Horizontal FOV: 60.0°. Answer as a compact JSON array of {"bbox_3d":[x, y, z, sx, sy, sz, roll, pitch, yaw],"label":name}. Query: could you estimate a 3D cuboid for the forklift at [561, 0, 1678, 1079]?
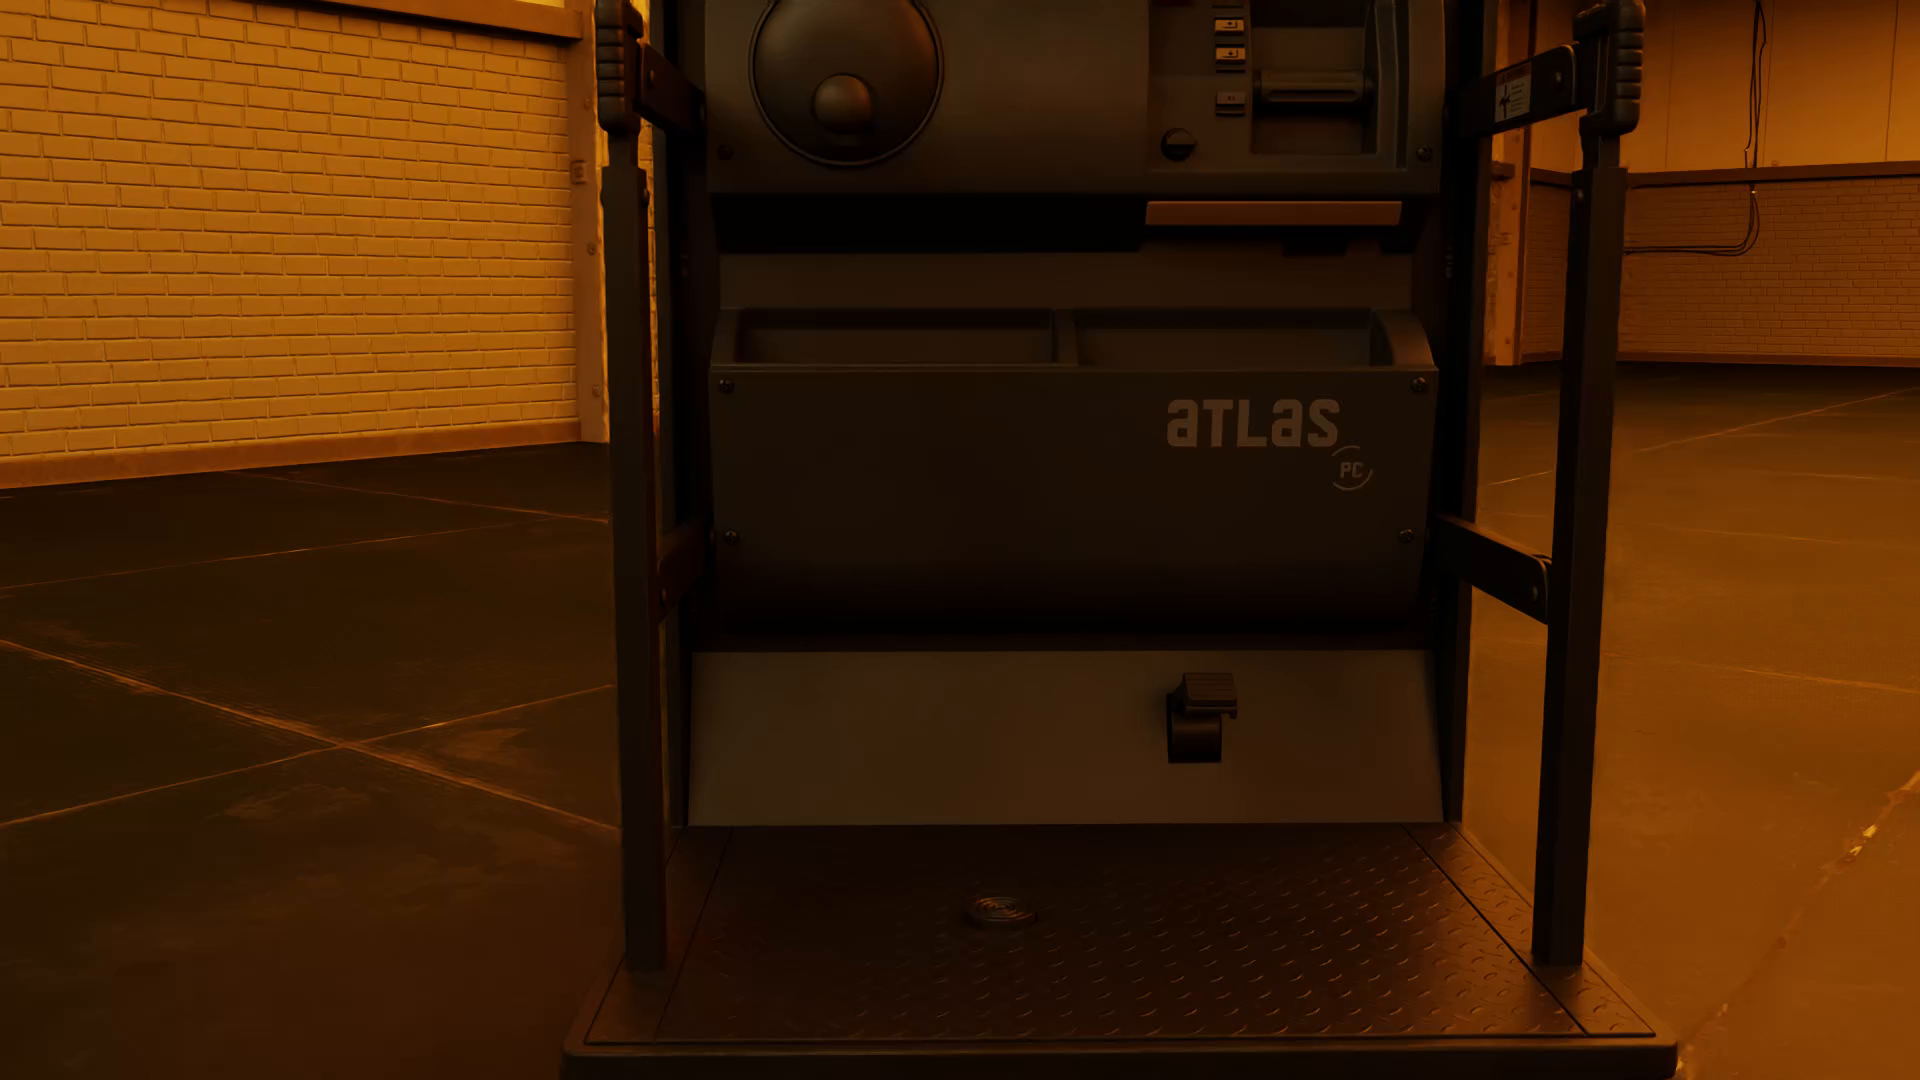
[{"bbox_3d":[0.150,-0.677,1.906,1.130,2.935,3.031,0,8,-1],"label":"forklift"}]
